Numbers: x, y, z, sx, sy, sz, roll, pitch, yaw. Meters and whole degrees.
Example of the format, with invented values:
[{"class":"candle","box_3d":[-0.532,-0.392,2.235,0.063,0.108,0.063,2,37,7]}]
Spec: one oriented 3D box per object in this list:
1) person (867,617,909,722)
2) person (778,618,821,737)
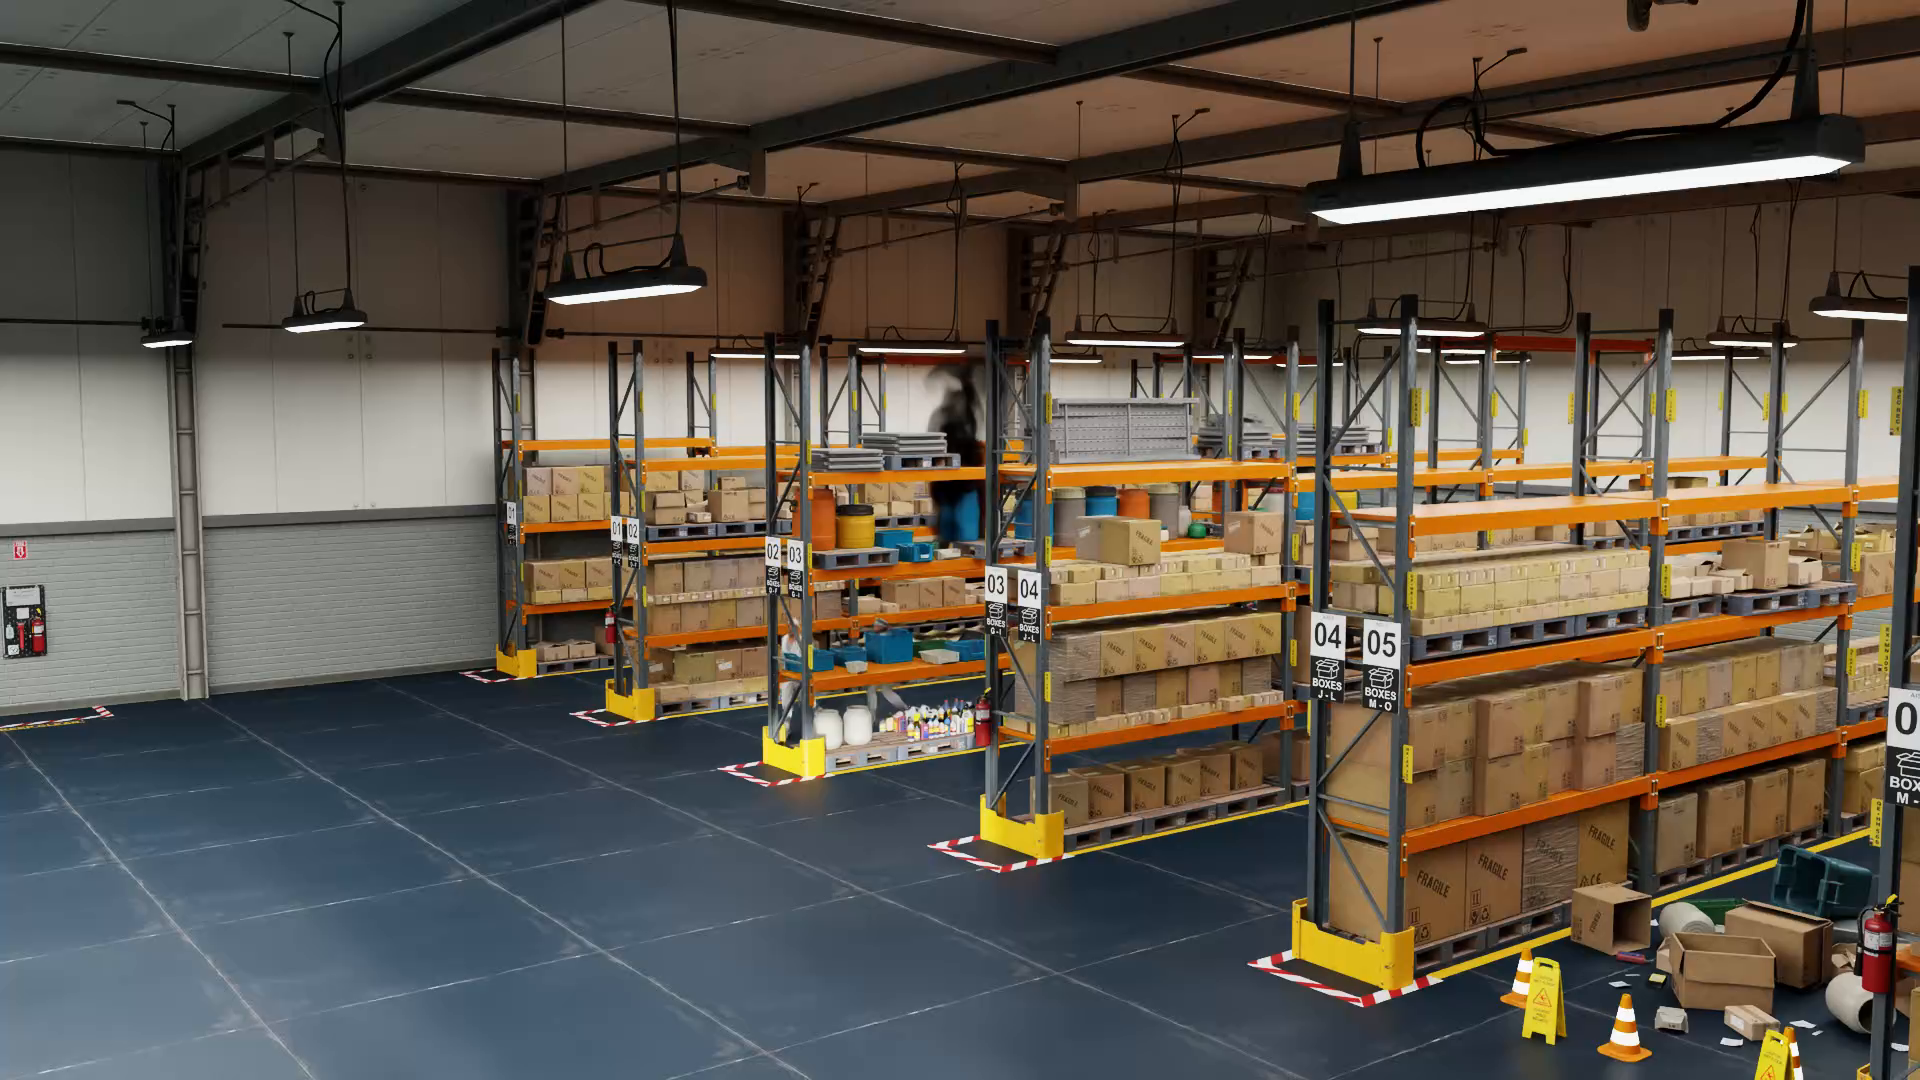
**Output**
[{"class":"person","box_3d":[-1.149,2.051,25.821,0.817,1.749,0.598,-2,5,-24]},{"class":"person","box_3d":[-2.485,2.058,25.181,0.668,1.788,1.003,3,6,27]}]
